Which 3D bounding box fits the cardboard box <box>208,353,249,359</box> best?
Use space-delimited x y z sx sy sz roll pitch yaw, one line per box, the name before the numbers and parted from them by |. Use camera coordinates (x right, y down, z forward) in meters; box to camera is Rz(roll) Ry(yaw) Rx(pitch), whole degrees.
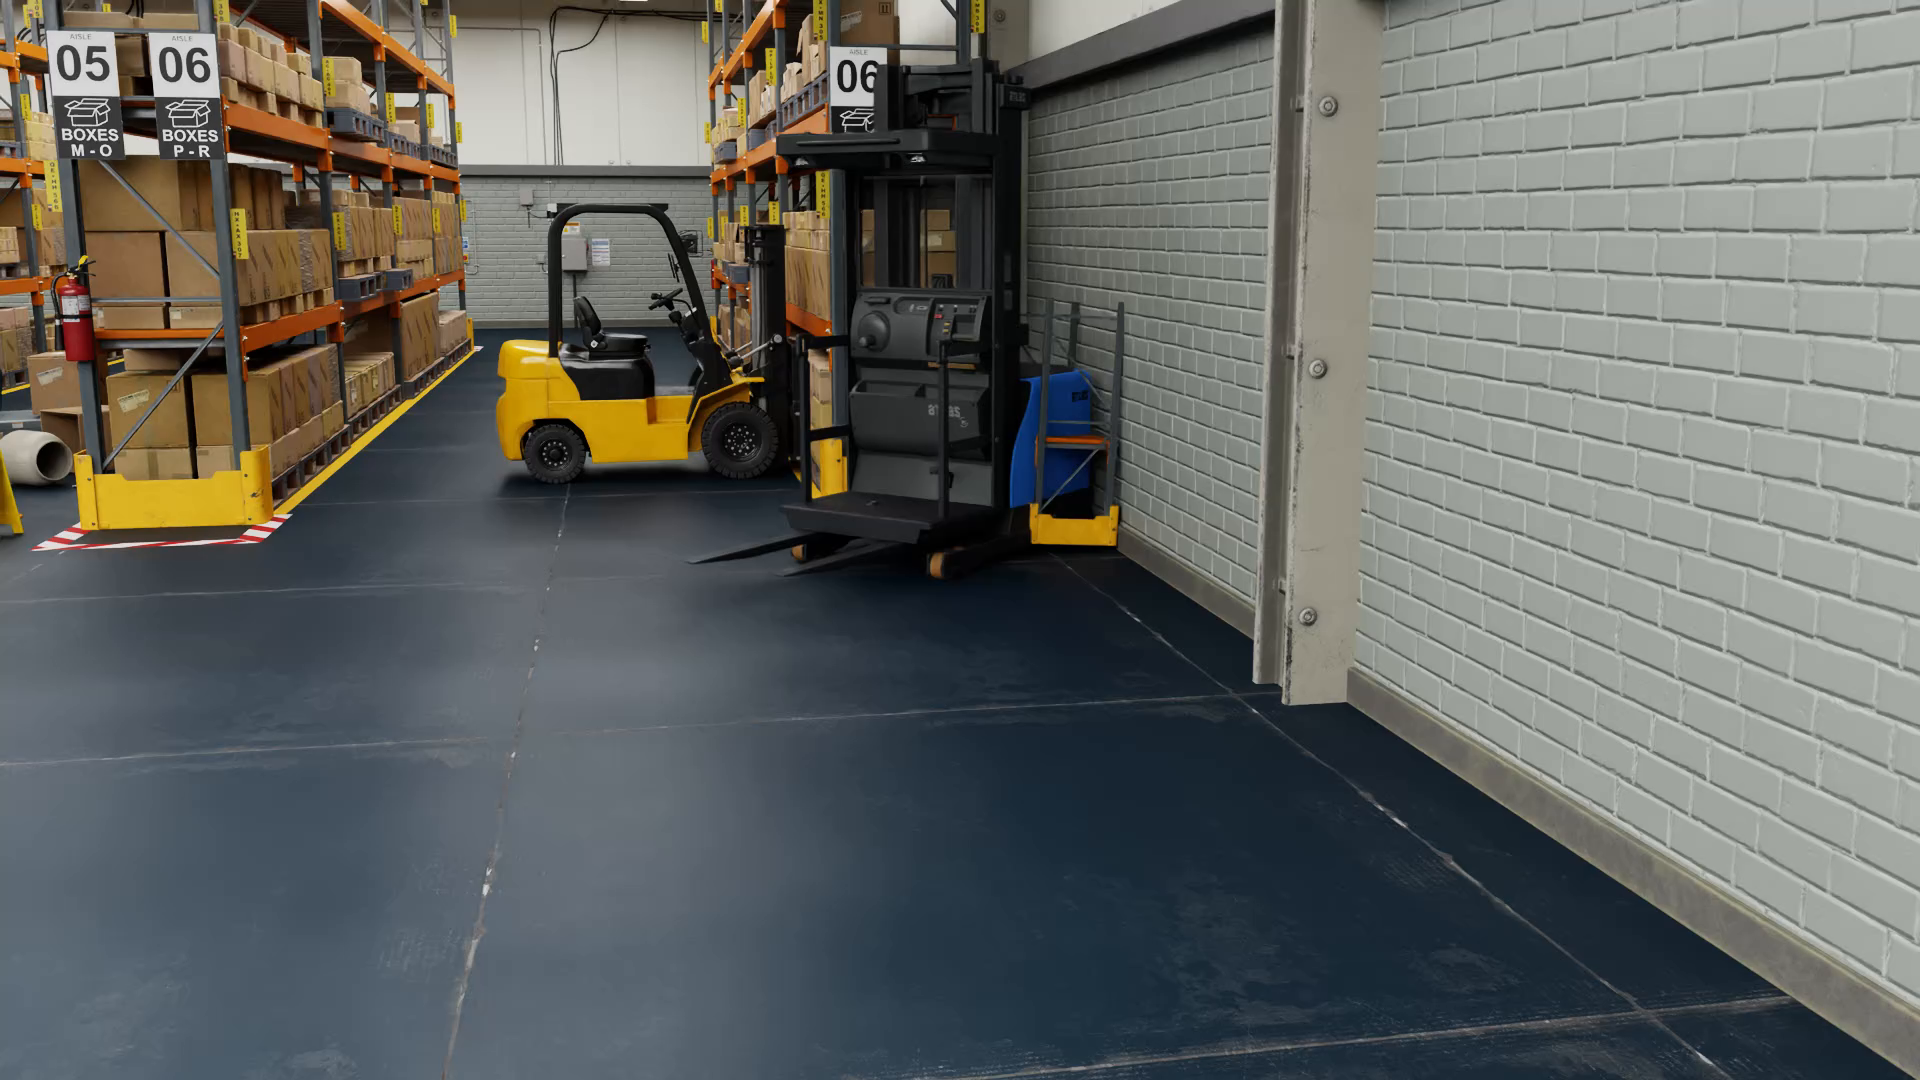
cardboard box | -6.006 -1.222 13.321 0.500 0.500 0.500 -2 11 -8

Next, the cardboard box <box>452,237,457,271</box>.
cardboard box | -7.859 -4.294 24.966 0.500 0.500 0.500 -2 11 -9

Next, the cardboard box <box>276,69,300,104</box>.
cardboard box | -5.537 -3.597 13.157 0.500 0.250 0.500 -2 11 -12

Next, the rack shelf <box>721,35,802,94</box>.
rack shelf | -2.370 -5.988 21.084 1.077 0.370 4.000 -2 11 -11

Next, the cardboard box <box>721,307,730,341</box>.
cardboard box | -3.383 -3.396 26.078 0.700 0.500 0.500 -2 11 -9

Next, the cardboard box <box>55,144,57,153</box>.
cardboard box | -12.483 -5.260 22.689 0.500 0.250 0.500 -2 11 -9

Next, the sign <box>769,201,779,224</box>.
sign | -1.733 -2.999 15.545 0.100 0.325 0.005 -2 11 -11

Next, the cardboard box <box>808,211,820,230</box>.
cardboard box | -0.992 -2.512 13.074 0.380 0.149 0.250 -2 11 -10

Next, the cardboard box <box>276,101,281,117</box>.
cardboard box | -5.557 -3.373 13.043 0.380 0.149 0.250 -2 11 -10

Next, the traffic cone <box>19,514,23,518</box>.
traffic cone | -6.642 -0.361 11.357 0.336 0.463 0.334 -2 11 -11

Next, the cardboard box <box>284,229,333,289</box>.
cardboard box | -5.741 -2.432 14.389 0.500 0.500 0.500 -2 11 -12

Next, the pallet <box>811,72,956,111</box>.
pallet | -0.537 -3.318 12.318 1.003 0.211 1.213 -2 11 -11

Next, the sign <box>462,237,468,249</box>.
sign | -9.584 -5.686 31.823 0.327 0.218 0.001 -2 11 -11

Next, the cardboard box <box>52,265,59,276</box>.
cardboard box | -12.471 -3.660 22.576 0.380 0.149 0.250 -3 11 -14

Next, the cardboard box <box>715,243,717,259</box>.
cardboard box | -3.615 -4.578 26.333 0.500 0.250 0.500 -2 11 -10

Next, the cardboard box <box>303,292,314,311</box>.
cardboard box | -5.509 -1.952 13.600 0.380 0.149 0.250 -2 11 -12

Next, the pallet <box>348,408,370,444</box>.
pallet | -6.224 -1.082 15.817 1.003 0.211 1.213 -2 11 -11

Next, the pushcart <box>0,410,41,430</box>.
pushcart | -8.298 -0.929 14.568 1.648 0.377 0.936 -6 13 -31

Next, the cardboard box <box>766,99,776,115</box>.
cardboard box | -1.715 -4.287 16.454 0.380 0.149 0.250 -2 11 -11

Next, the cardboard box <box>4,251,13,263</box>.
cardboard box | -12.140 -3.548 20.861 0.380 0.149 0.250 -2 11 -11

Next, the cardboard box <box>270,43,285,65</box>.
cardboard box | -5.400 -3.720 12.735 0.380 0.149 0.250 -2 11 -10

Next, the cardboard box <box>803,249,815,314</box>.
cardboard box | -0.970 -2.076 13.314 0.500 0.500 0.500 -2 11 -12

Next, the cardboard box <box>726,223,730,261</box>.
cardboard box | -2.784 -4.021 22.411 0.700 0.500 0.500 -2 11 -10

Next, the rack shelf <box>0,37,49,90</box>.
rack shelf | -12.852 -6.537 22.906 1.077 0.370 4.000 -2 11 -11

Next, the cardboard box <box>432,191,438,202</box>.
cardboard box | -7.579 -4.842 23.439 0.380 0.149 0.250 -2 11 -11

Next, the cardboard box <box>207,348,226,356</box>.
cardboard box | -6.099 -1.565 13.388 0.380 0.149 0.250 -1 11 -8

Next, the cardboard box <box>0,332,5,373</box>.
cardboard box | -11.877 -2.241 20.012 0.500 0.500 0.500 -2 11 -12

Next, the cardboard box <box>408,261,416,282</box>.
cardboard box | -6.911 -3.258 20.193 0.500 0.250 0.500 -2 11 -9

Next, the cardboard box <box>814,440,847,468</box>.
cardboard box | -0.826 -0.687 12.514 0.500 0.250 0.500 -2 11 -11

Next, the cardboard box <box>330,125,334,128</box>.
cardboard box | -6.524 -4.288 16.906 0.797 0.503 0.637 -2 11 -11

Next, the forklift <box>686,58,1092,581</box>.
forklift | -0.363 -1.307 9.726 1.130 2.935 3.031 7 13 32

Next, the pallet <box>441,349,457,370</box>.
pallet | -7.698 -2.549 23.524 1.003 0.211 1.213 -2 11 -11

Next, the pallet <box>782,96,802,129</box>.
pallet | -1.012 -3.765 14.669 1.003 0.211 1.213 -2 11 -11

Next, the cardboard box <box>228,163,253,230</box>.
cardboard box | -5.859 -2.627 12.740 0.700 0.500 0.500 -2 11 -11

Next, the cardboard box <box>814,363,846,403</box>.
cardboard box | -0.820 -1.177 12.412 0.500 0.250 0.500 -2 11 -9

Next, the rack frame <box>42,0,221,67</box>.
rack frame | -5.293 -4.523 10.391 1.000 3.000 0.127 -2 11 -11

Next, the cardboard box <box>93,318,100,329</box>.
cardboard box | -12.627 -3.134 24.048 0.380 0.149 0.250 -2 11 -9

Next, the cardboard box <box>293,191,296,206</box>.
cardboard box | -6.606 -3.281 15.992 0.380 0.149 0.250 -3 11 -13

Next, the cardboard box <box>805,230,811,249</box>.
cardboard box | -1.041 -2.412 13.346 0.380 0.149 0.250 -2 11 -11

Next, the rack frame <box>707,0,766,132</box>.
rack frame | -3.537 -7.638 26.761 1.000 3.000 0.127 -2 11 -11

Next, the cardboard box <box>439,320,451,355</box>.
cardboard box | -7.644 -2.843 23.341 0.875 0.438 0.875 -2 11 -12

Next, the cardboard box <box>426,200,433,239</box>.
cardboard box | -7.294 -4.244 22.030 0.500 0.500 0.500 -2 11 -9

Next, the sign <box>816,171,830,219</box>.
sign | -0.960 -2.425 11.683 0.100 0.325 0.005 -2 11 -11

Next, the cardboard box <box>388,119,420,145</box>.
cardboard box | -7.250 -5.258 21.395 0.500 0.311 0.500 -2 11 -11

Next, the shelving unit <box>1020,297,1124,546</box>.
shelving unit | 0.616 -0.788 10.694 0.587 1.500 1.083 1 8 -13

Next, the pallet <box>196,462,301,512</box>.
pallet | -5.431 -0.370 12.076 1.003 0.211 1.213 -2 11 -11

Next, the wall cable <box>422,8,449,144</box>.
wall cable | -9.788 -8.490 31.236 0.463 3.000 0.029 -2 11 -11

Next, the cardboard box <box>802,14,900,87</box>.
cardboard box | -0.851 -3.799 12.952 0.700 0.500 0.500 -2 11 -11

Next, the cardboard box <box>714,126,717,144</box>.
cardboard box | -3.505 -6.207 25.530 0.500 0.250 0.500 -2 11 -12

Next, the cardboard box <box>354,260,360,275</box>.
cardboard box | -6.048 -2.649 16.140 0.380 0.149 0.250 -2 11 -10

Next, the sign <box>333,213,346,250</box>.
sign | -5.540 -2.756 14.837 0.100 0.325 0.005 -2 11 -11

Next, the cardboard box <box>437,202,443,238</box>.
cardboard box | -7.574 -4.506 23.405 0.500 0.500 0.500 -2 11 -12

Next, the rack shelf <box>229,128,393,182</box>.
rack shelf | -6.460 -3.796 16.520 1.077 0.370 4.000 -2 11 -11

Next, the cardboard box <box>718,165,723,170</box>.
cardboard box | -3.447 -5.644 24.978 0.380 0.149 0.250 -2 11 -10

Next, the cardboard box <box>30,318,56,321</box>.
cardboard box | -13.203 -3.110 23.926 0.380 0.149 0.250 -2 11 -9
